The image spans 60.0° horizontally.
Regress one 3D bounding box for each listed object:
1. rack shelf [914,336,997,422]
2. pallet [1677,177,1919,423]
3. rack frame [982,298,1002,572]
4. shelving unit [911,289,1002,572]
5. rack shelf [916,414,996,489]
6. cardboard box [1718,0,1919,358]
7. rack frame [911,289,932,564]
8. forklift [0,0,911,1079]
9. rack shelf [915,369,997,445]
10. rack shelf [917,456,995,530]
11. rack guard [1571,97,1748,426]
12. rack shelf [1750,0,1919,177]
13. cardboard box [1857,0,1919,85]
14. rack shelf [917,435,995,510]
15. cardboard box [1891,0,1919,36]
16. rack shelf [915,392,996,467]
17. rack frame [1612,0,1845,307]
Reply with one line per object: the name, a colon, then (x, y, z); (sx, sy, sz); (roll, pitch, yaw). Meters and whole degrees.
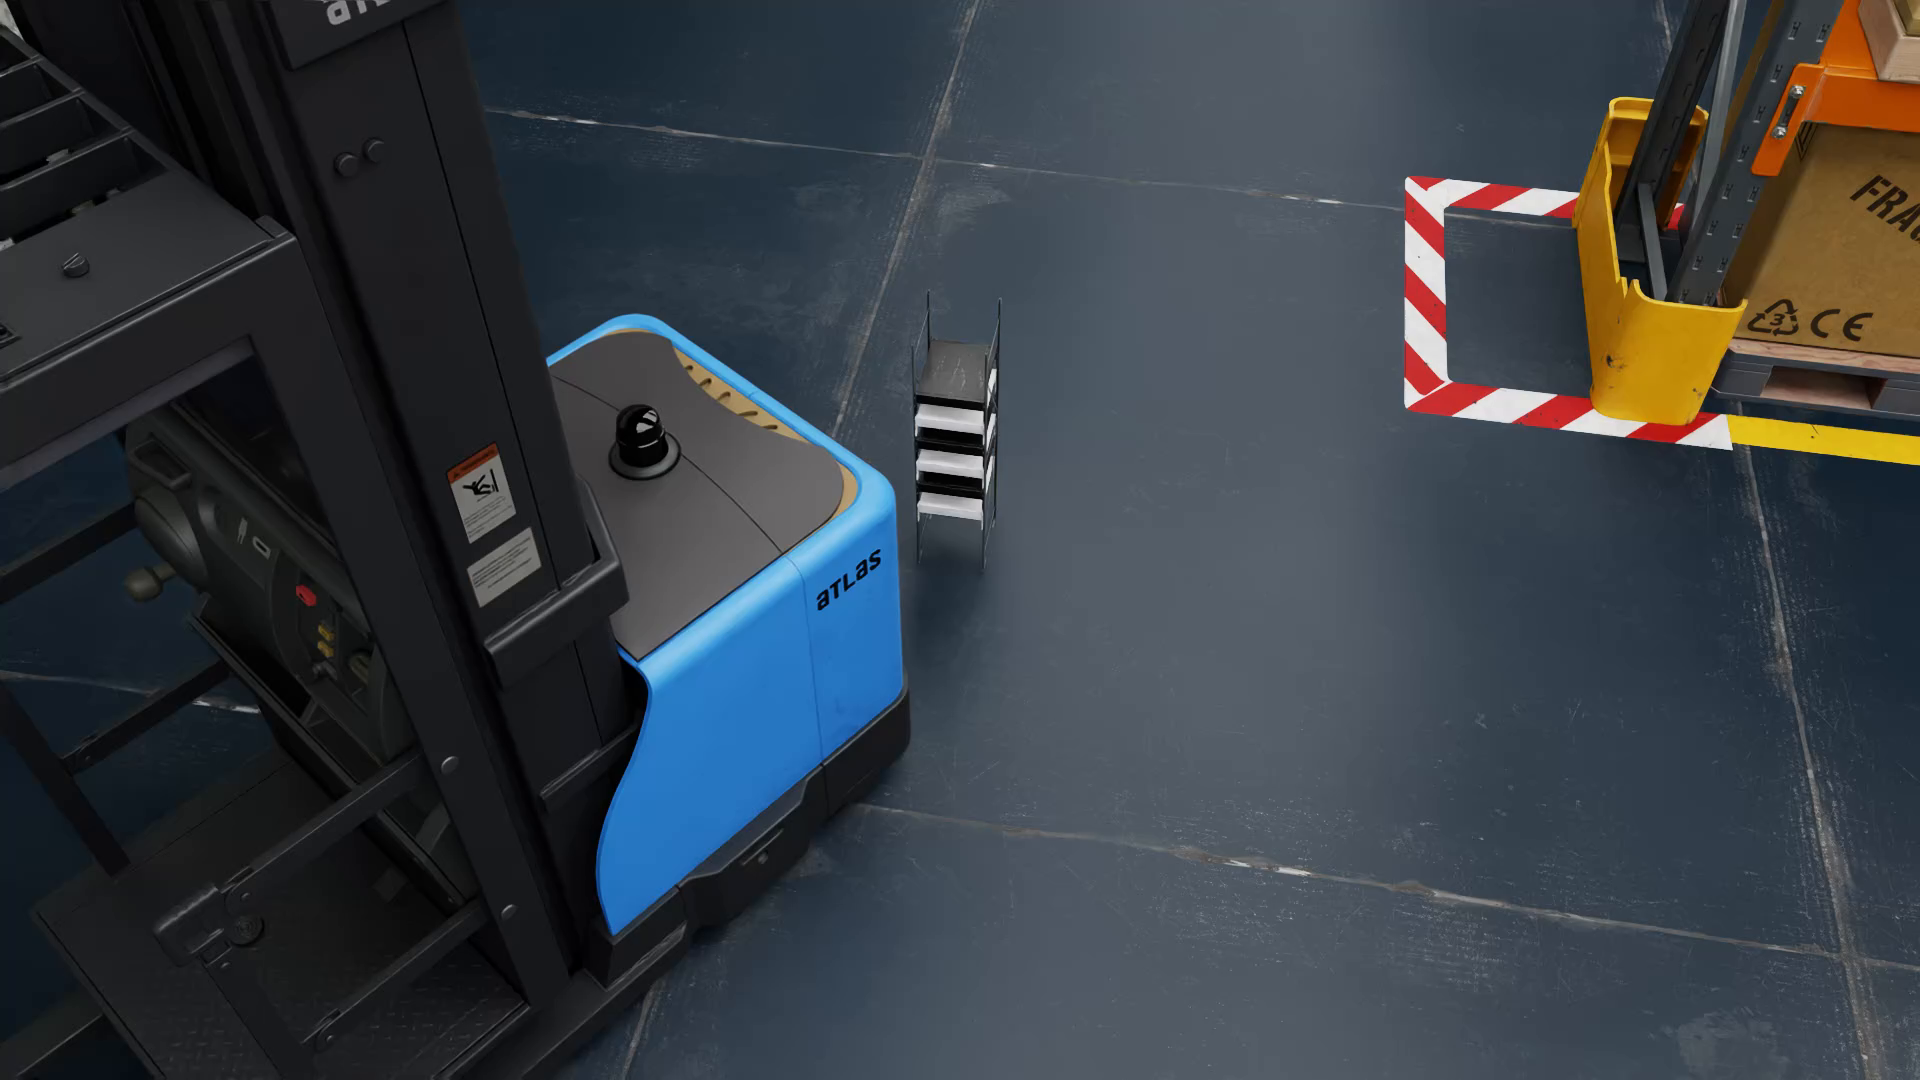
rack shelf: (-0.008, -0.460, 4.740); (0.200, 0.077, 0.258); (8, 49, 7)
pallet: (3.238, -0.845, 5.867); (1.213, 0.211, 1.003); (8, 49, 7)
rack frame: (0.092, -0.288, 4.904); (0.006, 0.900, 0.240); (8, 49, 7)
shelving unit: (-0.008, -0.302, 4.916); (0.210, 0.900, 0.258); (8, 49, 7)
rack shelf: (-0.008, -0.280, 4.941); (0.200, 0.077, 0.258); (8, 49, 7)
cardboard box: (3.082, -1.230, 5.484); (0.875, 0.875, 0.875); (8, 49, 7)
rack frame: (-0.108, -0.315, 4.928); (0.006, 0.900, 0.240); (8, 49, 7)
forklift: (-1.513, 0.163, 3.133); (1.130, 2.935, 3.031); (35, 57, 27)
rack shelf: (-0.008, -0.400, 4.807); (0.200, 0.077, 0.258); (8, 49, 7)
rack shelf: (-0.008, -0.159, 5.075); (0.200, 0.077, 0.258); (8, 49, 7)
rack guard: (2.414, -0.993, 5.806); (0.348, 0.500, 1.175); (8, 49, 7)
rack shelf: (4.406, -1.320, 4.904); (4.000, 0.370, 1.077); (8, 49, 7)
cardboard box: (2.728, -1.453, 4.708); (0.250, 0.149, 0.380); (8, 49, 7)
rack shelf: (-0.008, -0.219, 5.008); (0.200, 0.077, 0.258); (8, 49, 7)
cardboard box: (2.862, -1.614, 4.584); (0.500, 0.250, 0.500); (7, 48, 6)
rack shelf: (-0.008, -0.340, 4.874); (0.200, 0.077, 0.258); (8, 49, 7)
rack frame: (2.438, -1.826, 4.874); (0.127, 3.000, 1.000); (8, 49, 7)
